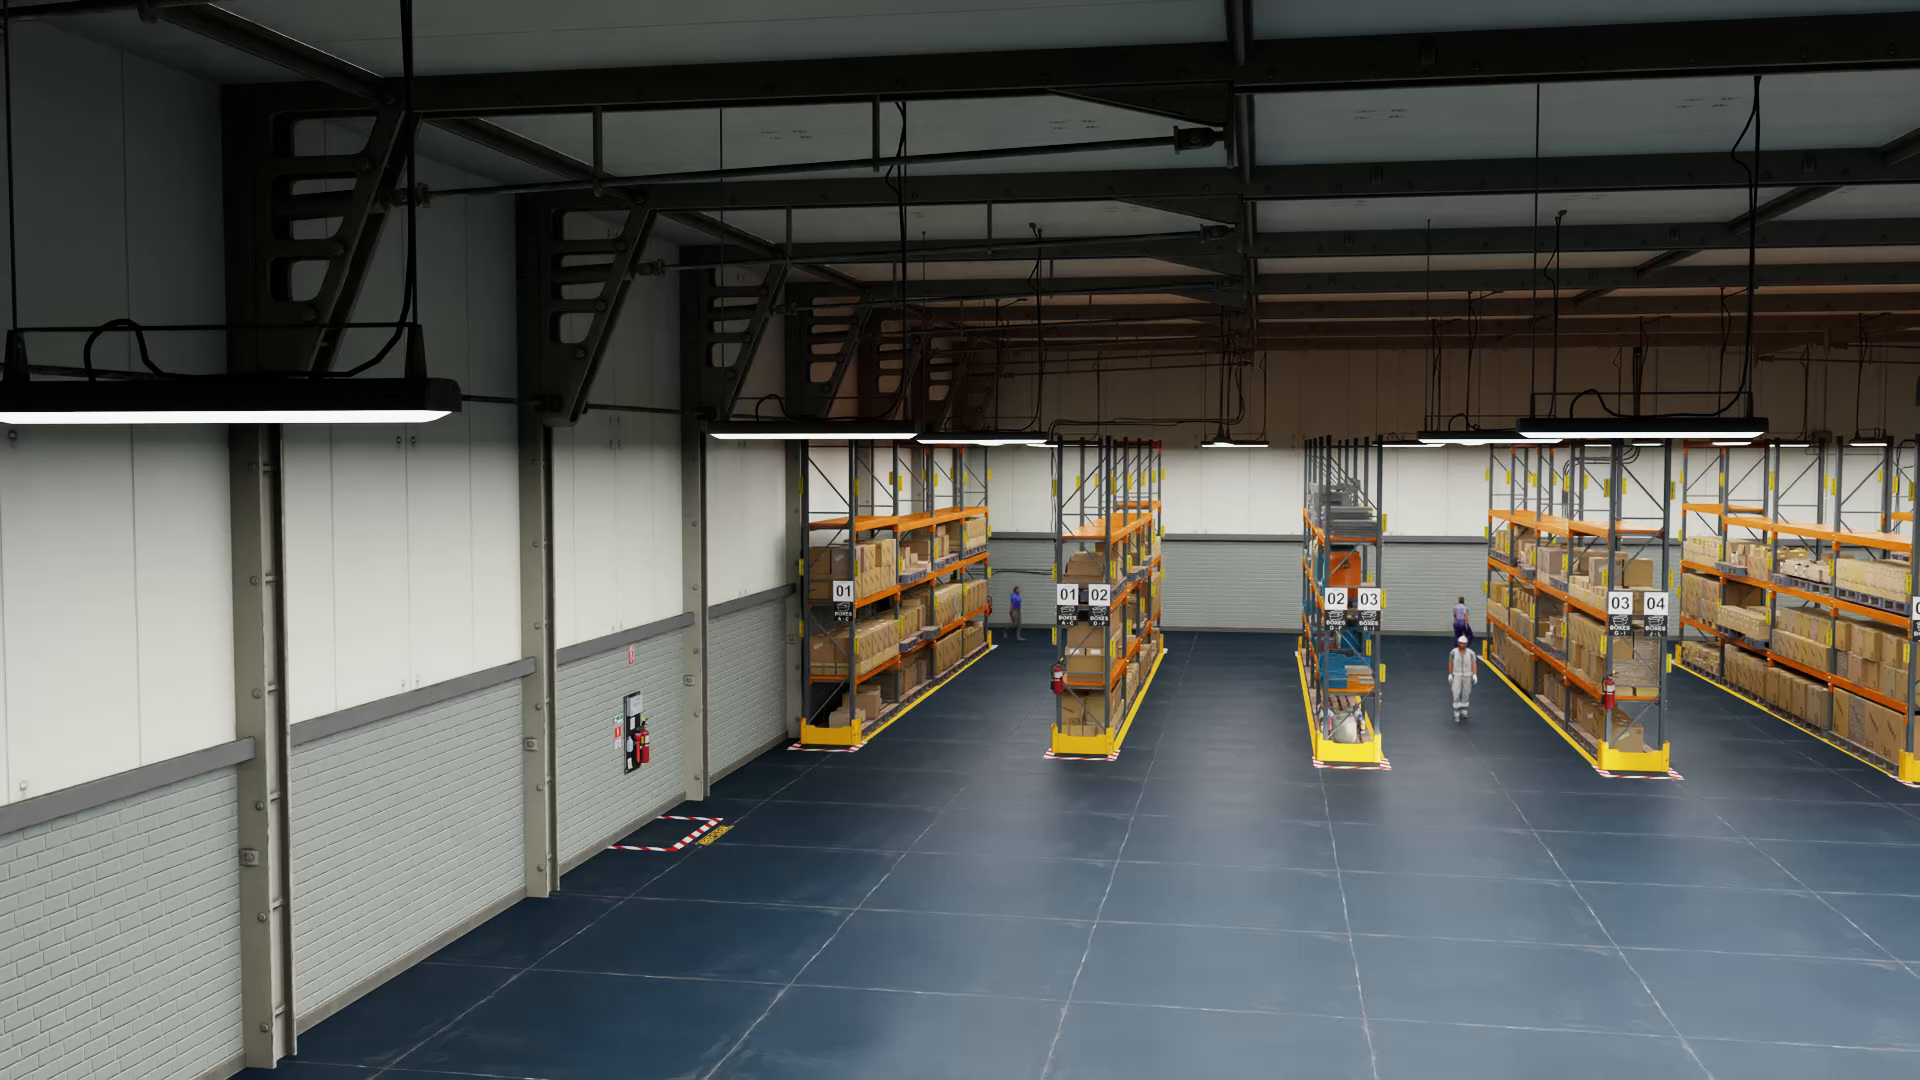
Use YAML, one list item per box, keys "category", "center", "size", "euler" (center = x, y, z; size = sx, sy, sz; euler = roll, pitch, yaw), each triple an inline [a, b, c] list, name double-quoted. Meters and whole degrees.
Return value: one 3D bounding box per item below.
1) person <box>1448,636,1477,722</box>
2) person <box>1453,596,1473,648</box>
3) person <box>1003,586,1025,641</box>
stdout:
- category: "person"
  center: [10.653, 2.938, 35.233]
  size: [0.583, 1.830, 0.566]
  euler: [1, 3, 14]
- category: "person"
  center: [14.063, 2.407, 46.568]
  size: [0.457, 1.669, 0.566]
  euler: [-2, 4, -39]
- category: "person"
  center: [1.626, 2.240, 49.891]
  size: [0.609, 1.553, 0.500]
  euler: [2, 4, 32]
